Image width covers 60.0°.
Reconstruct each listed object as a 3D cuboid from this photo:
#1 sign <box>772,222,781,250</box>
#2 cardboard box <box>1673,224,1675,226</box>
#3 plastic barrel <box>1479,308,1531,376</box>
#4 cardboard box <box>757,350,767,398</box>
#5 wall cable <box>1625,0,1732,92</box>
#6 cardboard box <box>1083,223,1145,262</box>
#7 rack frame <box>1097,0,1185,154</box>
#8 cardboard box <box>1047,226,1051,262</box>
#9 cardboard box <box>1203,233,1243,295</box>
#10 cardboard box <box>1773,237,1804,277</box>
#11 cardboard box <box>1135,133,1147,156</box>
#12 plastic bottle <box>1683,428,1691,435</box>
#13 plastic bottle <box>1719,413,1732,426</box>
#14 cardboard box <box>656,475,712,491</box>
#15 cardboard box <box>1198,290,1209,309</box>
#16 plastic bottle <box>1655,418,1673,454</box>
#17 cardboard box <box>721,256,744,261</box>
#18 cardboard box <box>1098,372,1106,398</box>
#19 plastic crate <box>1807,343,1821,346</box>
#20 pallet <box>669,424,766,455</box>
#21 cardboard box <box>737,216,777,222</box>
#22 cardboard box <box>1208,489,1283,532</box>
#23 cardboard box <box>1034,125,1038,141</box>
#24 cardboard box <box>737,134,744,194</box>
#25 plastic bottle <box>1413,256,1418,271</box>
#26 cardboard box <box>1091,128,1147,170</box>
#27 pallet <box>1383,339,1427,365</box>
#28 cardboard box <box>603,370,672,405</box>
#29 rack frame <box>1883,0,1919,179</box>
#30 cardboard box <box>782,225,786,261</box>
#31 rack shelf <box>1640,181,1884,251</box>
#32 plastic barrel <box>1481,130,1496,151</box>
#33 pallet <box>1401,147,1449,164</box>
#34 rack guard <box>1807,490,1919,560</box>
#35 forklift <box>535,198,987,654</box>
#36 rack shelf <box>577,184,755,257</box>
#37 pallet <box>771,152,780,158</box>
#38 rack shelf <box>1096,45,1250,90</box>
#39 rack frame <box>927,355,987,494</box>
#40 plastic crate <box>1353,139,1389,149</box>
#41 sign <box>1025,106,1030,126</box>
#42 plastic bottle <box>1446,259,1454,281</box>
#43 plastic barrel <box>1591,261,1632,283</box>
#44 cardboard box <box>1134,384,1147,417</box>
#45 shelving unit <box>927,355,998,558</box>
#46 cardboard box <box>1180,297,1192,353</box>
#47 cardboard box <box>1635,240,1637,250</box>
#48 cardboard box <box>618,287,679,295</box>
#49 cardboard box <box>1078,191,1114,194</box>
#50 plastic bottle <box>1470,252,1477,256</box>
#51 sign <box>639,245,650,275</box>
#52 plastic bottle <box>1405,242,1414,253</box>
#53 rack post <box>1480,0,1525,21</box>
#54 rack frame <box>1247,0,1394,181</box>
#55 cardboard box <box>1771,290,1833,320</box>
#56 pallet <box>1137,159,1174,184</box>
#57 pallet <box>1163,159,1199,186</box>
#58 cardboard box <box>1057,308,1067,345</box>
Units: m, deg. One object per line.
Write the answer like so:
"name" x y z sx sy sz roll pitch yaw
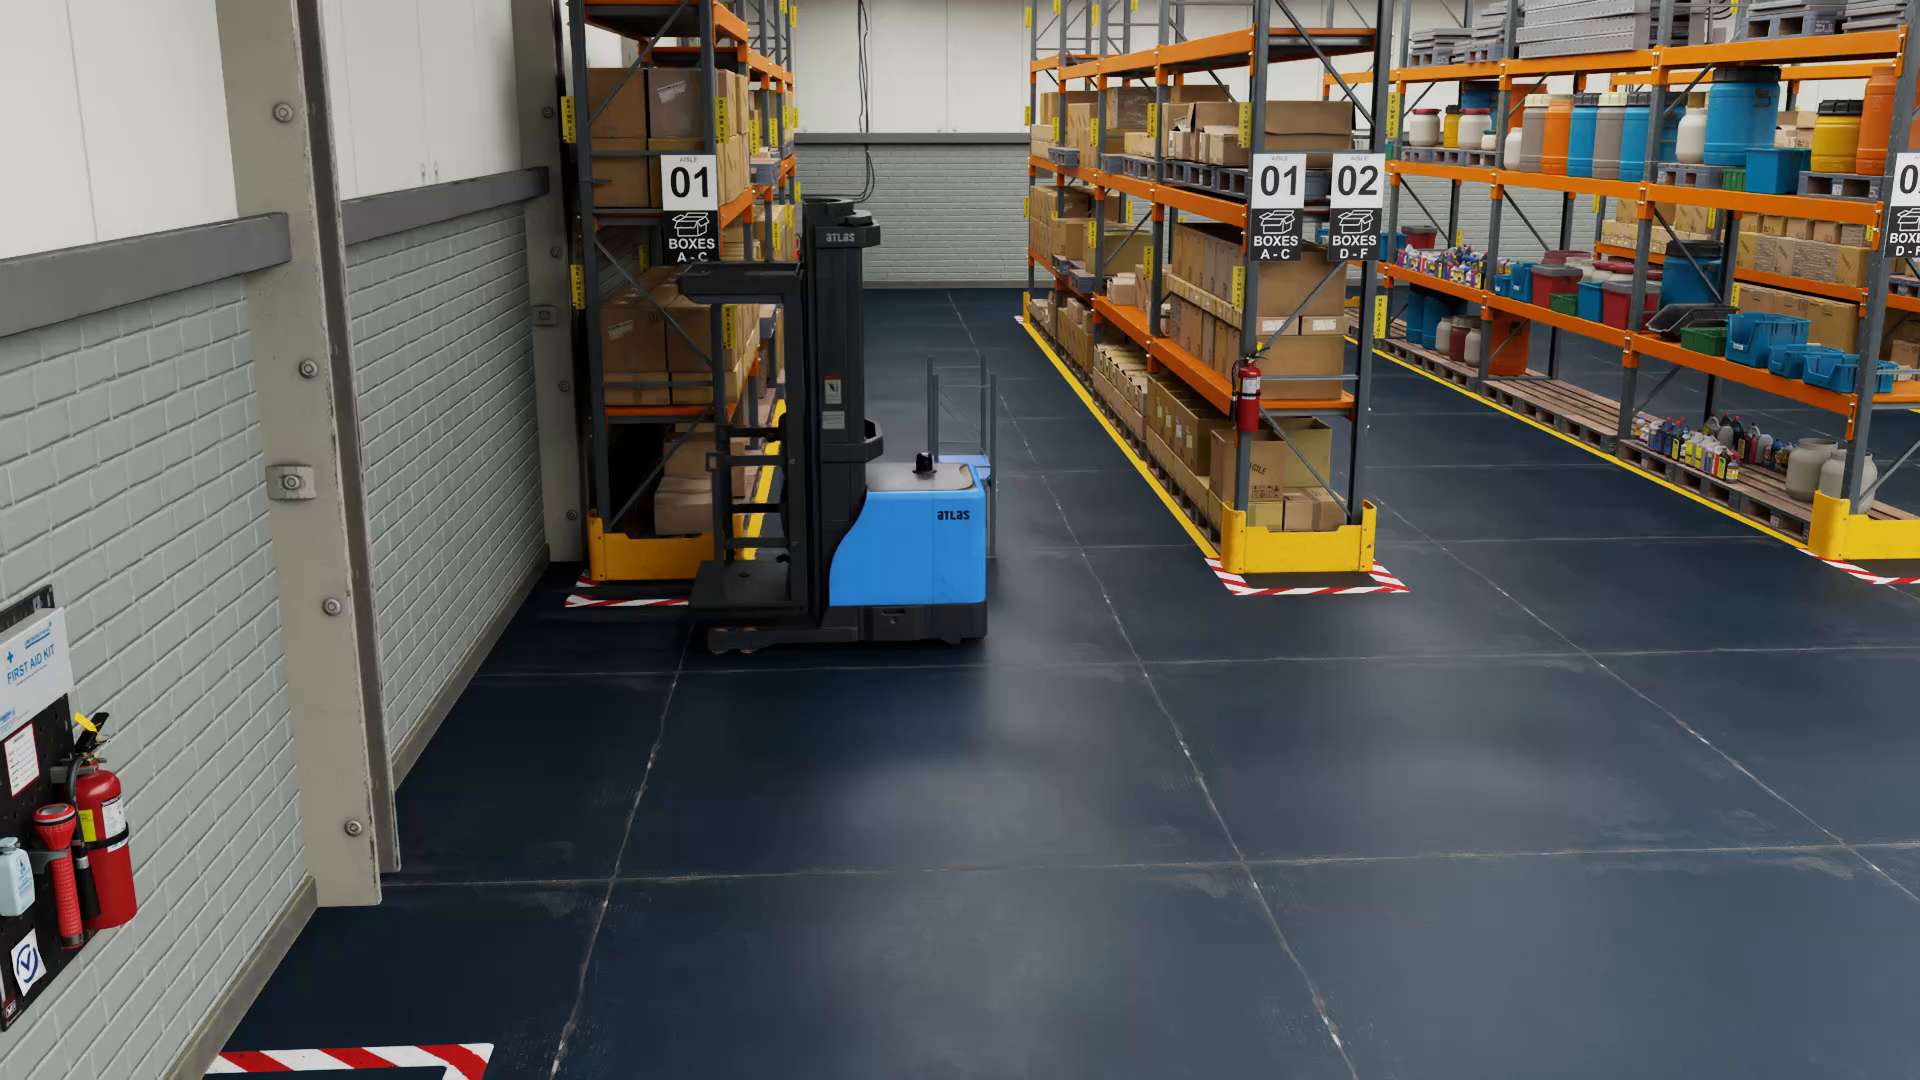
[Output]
"sign" -2.233 -3.693 20.194 0.100 0.325 0.005 -1 14 -3
"cardboard box" 11.920 -5.081 27.458 0.500 0.250 0.500 -1 14 -5
"plastic barrel" 7.067 -2.586 21.571 0.600 0.830 0.708 -1 14 -3
"cardboard box" -2.677 -1.984 19.850 0.700 0.500 0.500 -1 14 -3
"wall cable" 14.652 -11.301 33.435 2.277 5.999 0.120 -1 14 -3
"cardboard box" 2.094 -4.045 22.685 0.700 0.500 0.500 -5 15 -18
"rack frame" 2.170 -6.142 19.840 1.000 3.000 0.127 -1 14 -3
"cardboard box" 1.602 -4.529 25.407 0.500 0.500 0.500 0 14 -2
"cardboard box" 2.545 -2.434 14.663 0.700 0.500 0.500 -1 14 -3
"cardboard box" 11.689 -3.936 23.104 0.500 0.500 0.500 -1 14 -2
"cardboard box" 2.305 -4.578 19.239 0.500 0.250 0.500 0 14 -2
"plastic bottle" 7.128 -0.968 16.362 0.097 0.271 0.097 0 14 0
"plastic bottle" 7.690 -1.092 16.685 0.144 0.351 0.185 -1 14 -5
"cardboard box" -2.266 -0.396 14.059 0.500 0.311 0.500 0 14 1
"cardboard box" 2.341 -2.150 14.859 0.380 0.149 0.250 -1 14 -4
"plastic bottle" 6.998 -1.041 16.485 0.144 0.351 0.185 0 14 -2
"cardboard box" -2.551 -2.692 17.387 0.700 0.500 0.500 1 14 2
"cardboard box" 1.942 -1.849 19.868 0.500 0.250 0.500 -1 14 -5
"plastic crate" 7.716 -1.790 15.493 0.530 0.136 0.437 -1 14 -3
"pallet" -2.575 -1.008 17.520 1.003 0.211 1.213 -1 14 -3
"cardboard box" -2.578 -3.975 21.115 0.500 0.250 0.500 -1 14 -4
"cardboard box" 2.338 -0.248 13.645 0.500 0.250 0.500 -1 14 -3
"cardboard box" 1.471 -6.592 26.907 0.500 0.250 0.500 -1 14 -3
"cardboard box" -2.157 -3.291 14.535 0.500 0.500 0.500 -1 15 -6
"plastic bottle" 6.524 -3.946 23.740 0.097 0.201 0.097 0 14 0
"cardboard box" 2.110 -4.846 20.621 0.910 0.500 0.500 -1 14 -3
"pallet" 6.873 -2.764 24.346 1.003 0.211 1.213 -1 14 -3
"cardboard box" -2.500 -1.220 13.010 0.500 0.250 0.500 -1 14 -3
"rack frame" 7.610 -4.228 12.401 1.000 3.000 0.127 -1 14 -3
"cardboard box" -2.700 -4.119 23.177 0.500 0.500 0.500 -1 14 -3
"rack shelf" 7.486 -2.925 14.797 1.077 0.370 4.000 -1 14 -3
"plastic barrel" 6.902 -5.166 21.500 0.301 0.262 0.301 0 14 0
"pallet" 7.013 -5.475 23.645 1.213 0.211 1.003 -1 14 -3
"rack guard" 7.558 -0.130 13.530 1.175 0.500 0.348 -1 14 -3
"forklift" -1.357 -0.798 11.246 3.031 2.935 1.130 -1 14 -4
"rack shelf" -2.402 -2.772 14.203 1.077 0.370 4.000 -1 14 -3
"pallet" -2.866 -4.680 20.555 1.213 0.211 1.003 0 14 -1
"rack shelf" 2.294 -5.103 18.046 1.077 0.370 4.000 -1 14 -3
"rack frame" -0.026 -0.832 14.248 0.500 1.500 0.032 -1 14 -3
"plastic crate" 6.448 -6.141 26.094 0.437 0.282 0.530 -1 14 -3
"sign" 1.133 -7.094 27.805 0.100 0.325 0.005 -1 14 -3
"plastic bottle" 6.593 -3.634 22.366 0.061 0.283 0.133 -1 14 -3
"plastic barrel" 7.450 -2.915 19.063 0.433 0.535 0.433 0 14 0
"cardboard box" 2.107 -1.482 17.316 0.500 0.311 0.500 -1 14 -3
"shelving unit" 0.005 -0.705 13.757 0.538 1.500 1.048 -1 14 -3
"cardboard box" 2.491 -2.049 15.771 0.700 0.500 0.500 -1 14 -4
"cardboard box" 11.337 -4.844 27.337 0.380 0.149 0.250 -1 14 -4
"cardboard box" -2.577 -1.838 13.906 0.500 0.500 0.500 -1 14 -5
"cardboard box" 2.110 -5.142 25.785 0.500 0.500 0.500 -1 14 -5
"plastic bottle" 7.268 -3.938 23.561 0.152 0.276 0.135 -1 14 -3
"sign" -3.079 -2.716 16.239 0.100 0.325 0.005 -1 14 -3
"plastic bottle" 6.567 -4.181 24.355 0.144 0.351 0.185 -1 14 -3
"rack post" 6.968 -6.660 20.816 0.624 0.289 0.986 -1 14 -3
"rack frame" 2.666 -4.153 12.107 1.000 3.000 0.127 -1 14 -3
"cardboard box" 11.988 -2.957 22.921 1.225 0.875 0.875 -1 14 -3
"pallet" 2.351 -3.821 17.223 0.805 0.209 1.217 -1 15 -6
"pallet" 2.497 -3.440 15.535 1.003 0.211 1.213 -1 14 -3
"cardboard box" 1.709 -3.110 24.228 0.500 0.500 0.500 -2 15 -6
